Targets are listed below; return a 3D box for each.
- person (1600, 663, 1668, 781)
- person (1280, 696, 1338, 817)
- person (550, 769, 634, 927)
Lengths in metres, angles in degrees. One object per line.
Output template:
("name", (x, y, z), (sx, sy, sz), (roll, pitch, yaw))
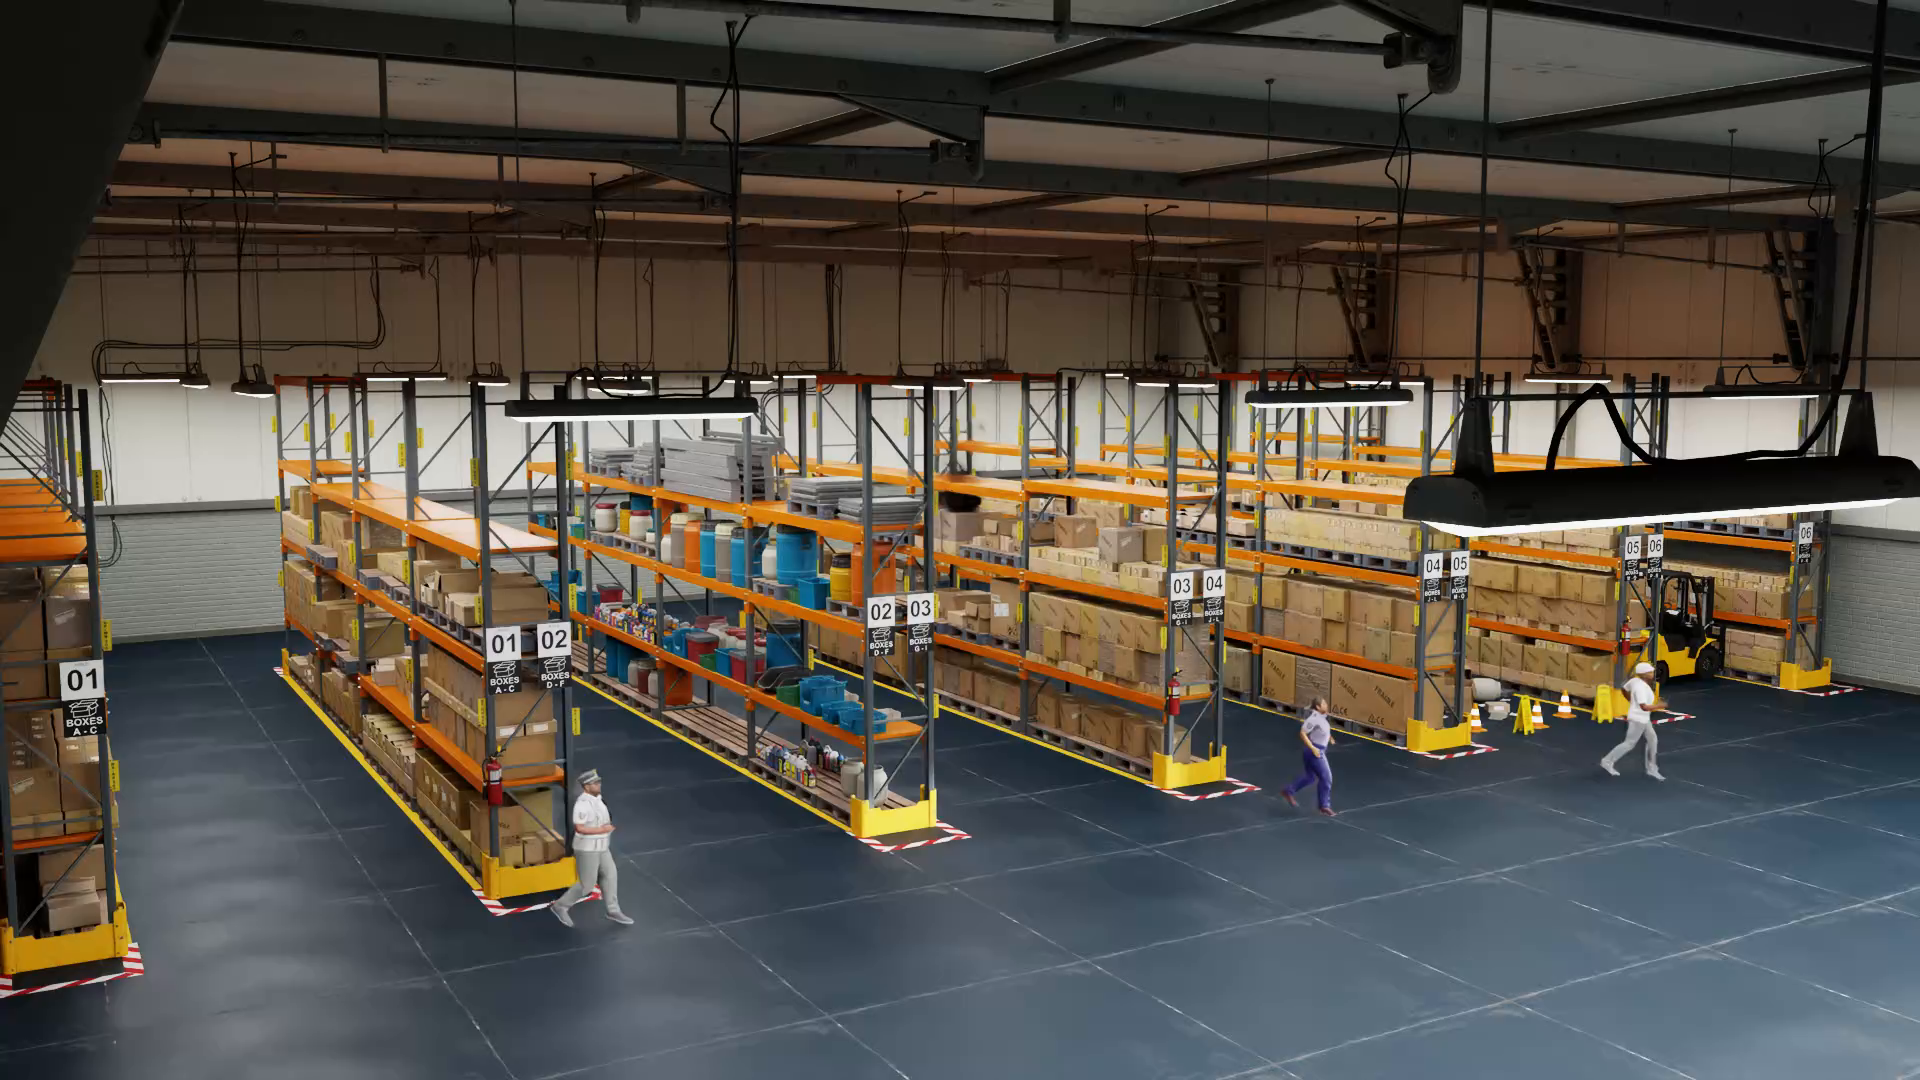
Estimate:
("person", (10.145, 2.722, 24.981), (0.940, 1.805, 0.710), (2, 7, 21))
("person", (4.873, 2.992, 23.146), (0.812, 1.685, 0.603), (2, 6, 14))
("person", (-4.105, 3.420, 18.463), (0.907, 1.798, 0.689), (0, 6, -3))
